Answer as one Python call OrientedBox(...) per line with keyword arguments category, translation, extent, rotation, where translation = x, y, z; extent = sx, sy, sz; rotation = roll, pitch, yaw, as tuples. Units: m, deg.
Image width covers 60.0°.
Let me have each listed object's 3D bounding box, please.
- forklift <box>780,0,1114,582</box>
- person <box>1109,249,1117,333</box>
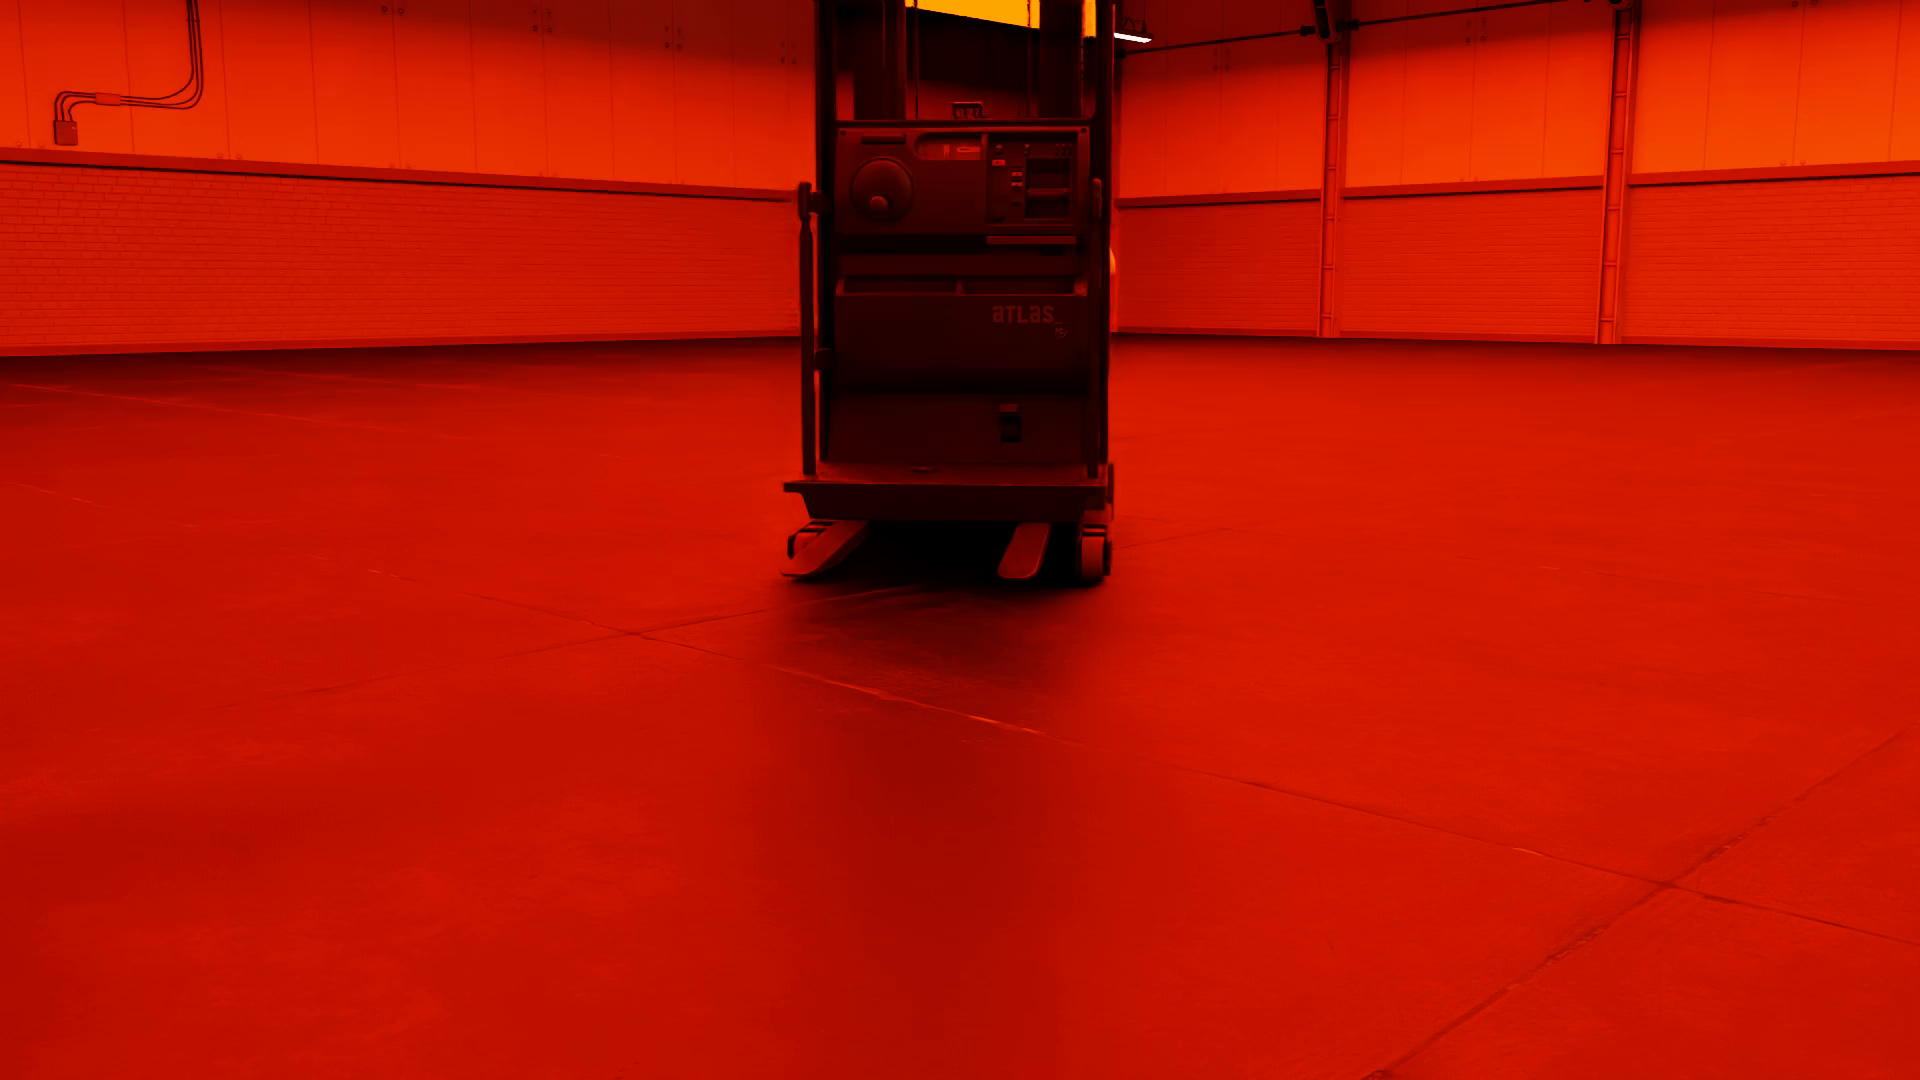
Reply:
OrientedBox(category="forklift", translation=(-0.011, -1.353, 5.859), extent=(1.130, 2.935, 3.031), rotation=(1, 9, 5))
OrientedBox(category="person", translation=(0.860, -1.685, 12.442), extent=(0.592, 1.659, 0.490), rotation=(-1, 9, -7))
